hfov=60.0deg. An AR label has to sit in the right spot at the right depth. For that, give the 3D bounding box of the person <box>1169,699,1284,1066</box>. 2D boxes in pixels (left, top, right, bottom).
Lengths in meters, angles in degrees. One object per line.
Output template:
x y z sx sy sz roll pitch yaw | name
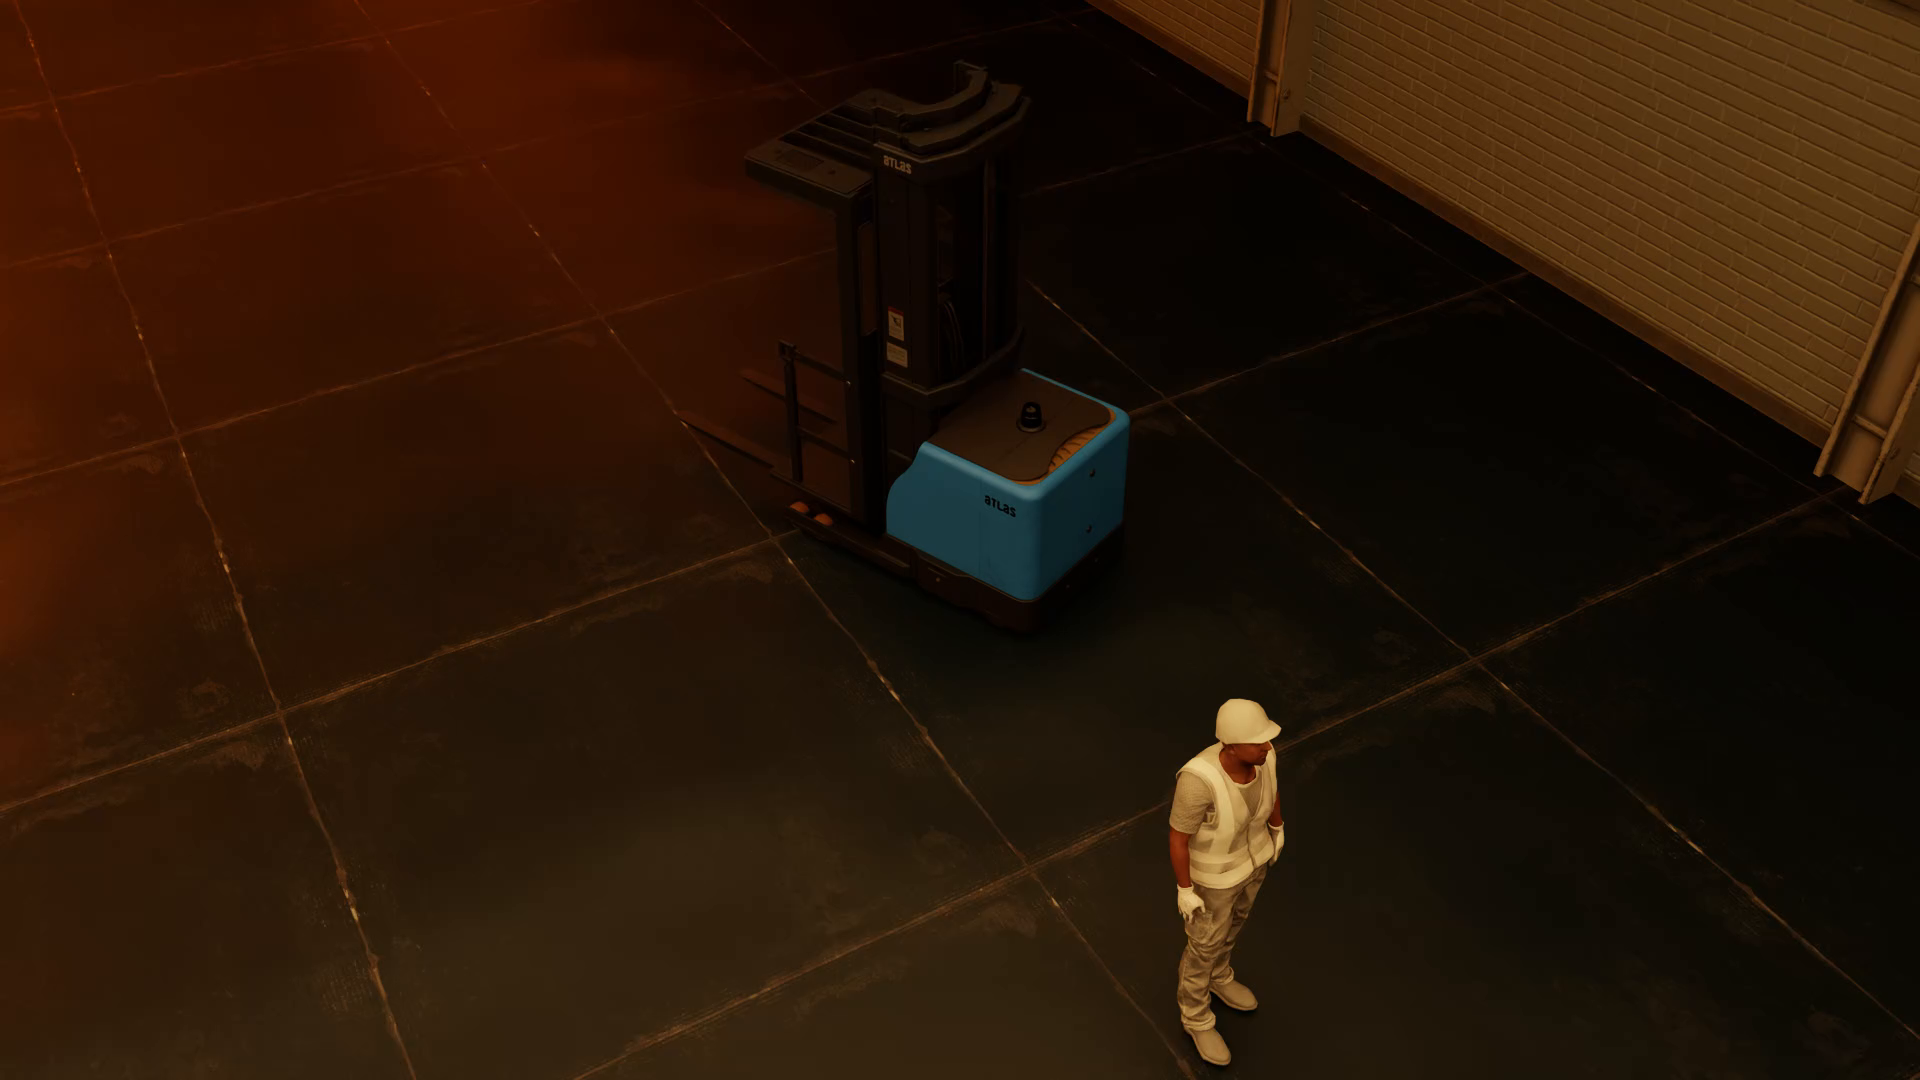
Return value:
1.209 1.436 7.193 0.656 1.785 0.575 -29 48 -31 | person

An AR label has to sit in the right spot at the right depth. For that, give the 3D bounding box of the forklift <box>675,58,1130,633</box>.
-0.481 -1.366 9.683 3.031 2.935 1.130 26 46 28 | forklift
